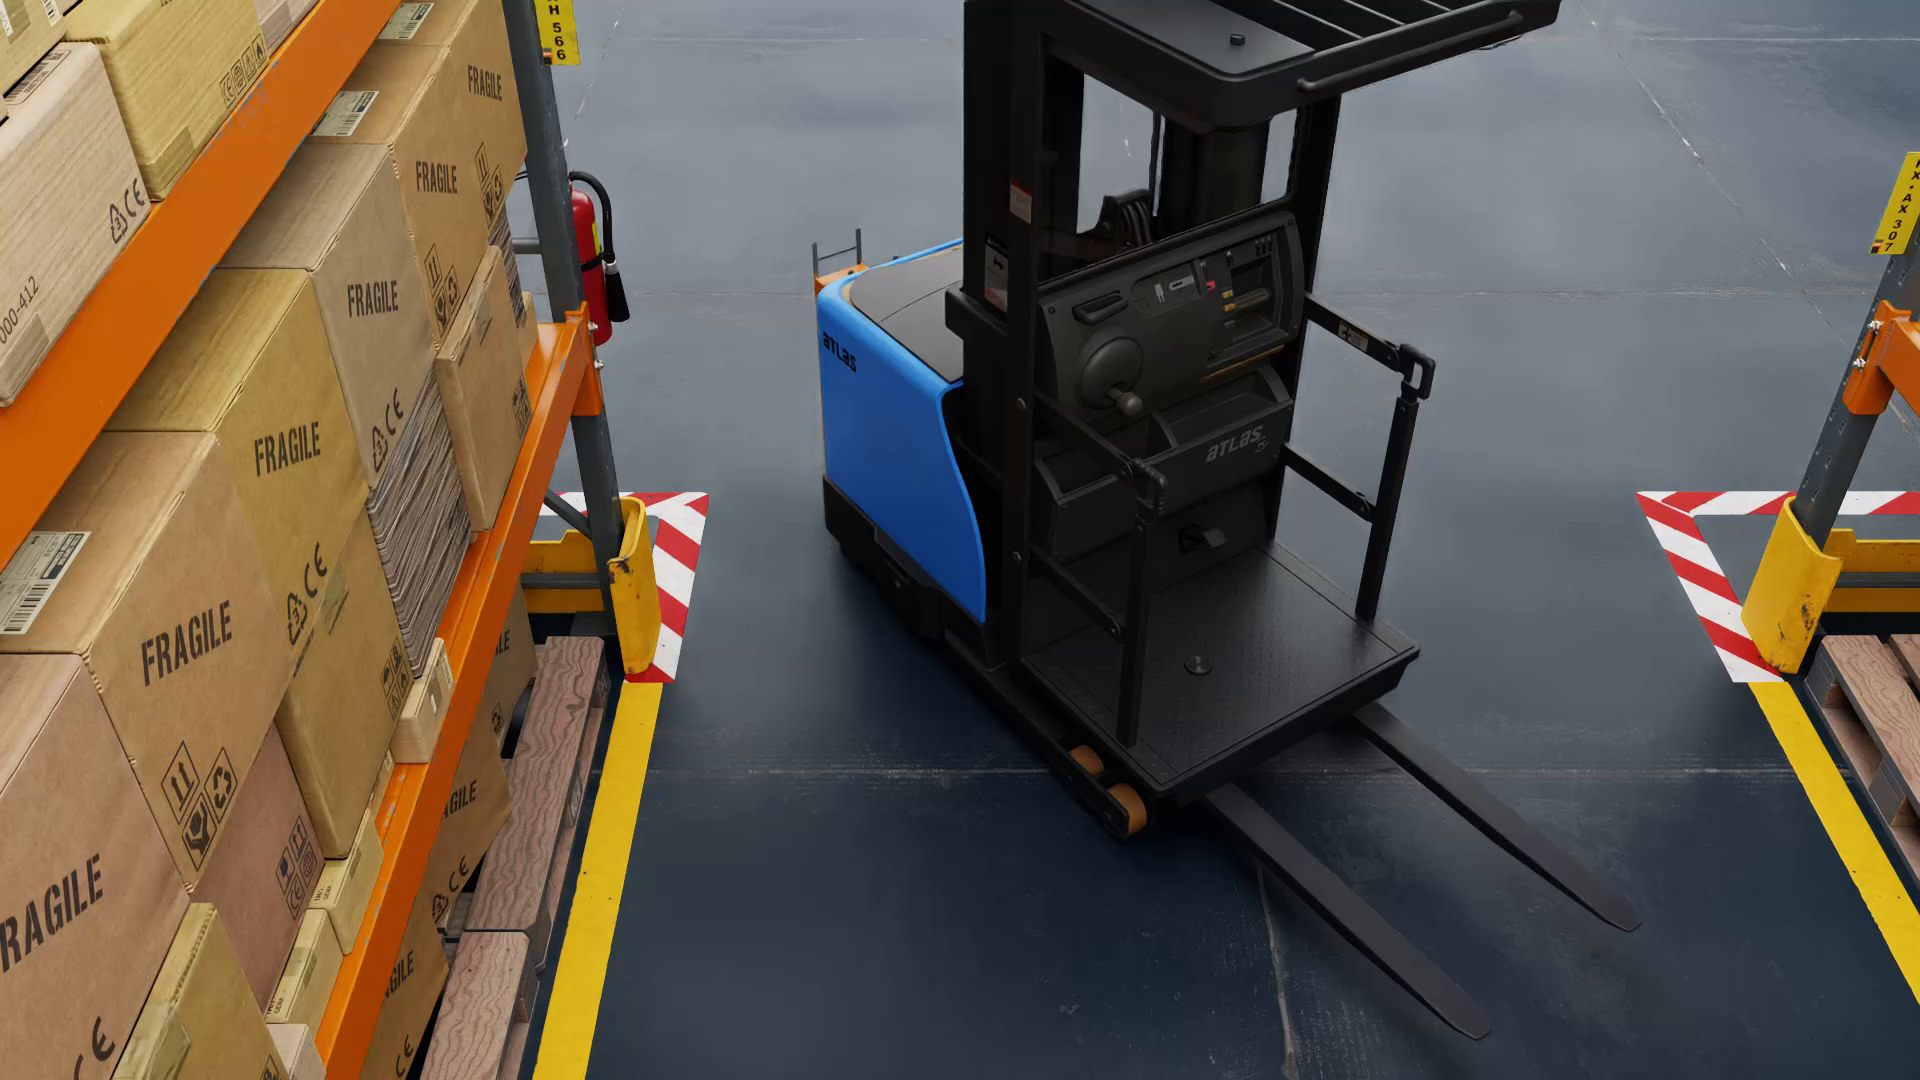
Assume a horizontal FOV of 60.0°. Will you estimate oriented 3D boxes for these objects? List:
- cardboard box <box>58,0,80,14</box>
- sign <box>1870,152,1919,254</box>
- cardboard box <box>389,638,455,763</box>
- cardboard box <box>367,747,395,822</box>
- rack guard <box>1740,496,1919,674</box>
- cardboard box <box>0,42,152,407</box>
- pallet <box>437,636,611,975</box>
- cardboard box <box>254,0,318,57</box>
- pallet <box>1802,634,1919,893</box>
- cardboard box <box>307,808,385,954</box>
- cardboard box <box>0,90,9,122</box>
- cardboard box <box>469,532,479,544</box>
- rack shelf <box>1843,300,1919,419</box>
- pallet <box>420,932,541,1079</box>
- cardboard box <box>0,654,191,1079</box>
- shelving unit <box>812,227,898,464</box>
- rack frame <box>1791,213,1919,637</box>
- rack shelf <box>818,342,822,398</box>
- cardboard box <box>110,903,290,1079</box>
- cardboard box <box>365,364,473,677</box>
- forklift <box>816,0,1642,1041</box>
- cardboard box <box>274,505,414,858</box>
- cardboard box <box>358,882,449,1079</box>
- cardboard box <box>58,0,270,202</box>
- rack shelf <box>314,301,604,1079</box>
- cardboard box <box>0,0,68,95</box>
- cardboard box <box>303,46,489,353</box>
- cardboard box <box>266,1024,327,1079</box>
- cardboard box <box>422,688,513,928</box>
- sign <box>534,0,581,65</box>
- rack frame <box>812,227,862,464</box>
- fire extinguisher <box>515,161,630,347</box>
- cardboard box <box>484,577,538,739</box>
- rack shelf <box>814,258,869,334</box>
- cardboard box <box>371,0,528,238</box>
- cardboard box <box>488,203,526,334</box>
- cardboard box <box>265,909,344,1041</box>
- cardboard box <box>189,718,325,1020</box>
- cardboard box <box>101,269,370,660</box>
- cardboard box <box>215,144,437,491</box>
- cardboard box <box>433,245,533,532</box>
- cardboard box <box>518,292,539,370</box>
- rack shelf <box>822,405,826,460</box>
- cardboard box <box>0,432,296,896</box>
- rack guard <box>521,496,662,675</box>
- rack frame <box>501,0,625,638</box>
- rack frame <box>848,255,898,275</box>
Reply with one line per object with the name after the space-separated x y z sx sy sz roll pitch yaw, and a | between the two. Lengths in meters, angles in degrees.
-1.404 -0.813 2.268 0.380 0.149 0.250 1 39 1 | cardboard box
2.760 -0.981 4.854 0.100 0.325 0.005 0 39 0 | sign
-1.329 0.347 3.619 0.380 0.149 0.250 0 39 0 | cardboard box
-1.399 0.504 3.424 0.380 0.149 0.250 0 39 0 | cardboard box
3.357 0.153 5.660 1.175 0.500 0.348 0 39 0 | rack guard
-1.378 -0.400 2.072 0.500 0.250 0.500 -1 39 -2 | cardboard box
-1.677 0.777 5.112 1.003 0.211 1.213 0 39 0 | pallet
-1.393 -1.045 2.876 0.500 0.250 0.500 1 39 1 | cardboard box
3.353 0.773 5.116 1.003 0.211 1.213 0 39 0 | pallet
-1.353 0.660 3.229 0.380 0.149 0.250 0 39 0 | cardboard box
-1.335 -0.492 1.868 0.380 0.149 0.250 -1 39 -1 | cardboard box
-1.400 -0.122 4.204 0.380 0.149 0.250 0 39 0 | cardboard box
3.312 0.661 3.602 1.077 0.370 4.000 0 39 0 | rack shelf
-1.679 1.538 4.162 1.003 0.211 1.213 0 39 0 | pallet
-1.387 0.495 2.116 0.500 0.500 0.500 0 39 0 | cardboard box
-0.371 -0.613 6.175 0.215 1.050 0.252 -24 44 -27 | shelving unit
3.310 -0.870 4.937 1.000 3.000 0.127 0 39 0 | rack frame
-0.371 -0.604 6.182 0.215 0.259 0.240 -24 44 -27 | rack shelf
-1.542 0.886 2.429 0.875 0.500 0.500 0 39 0 | cardboard box
-1.592 -0.052 3.599 0.875 0.500 0.500 0 39 0 | cardboard box
0.748 -0.577 4.626 1.130 2.935 3.031 -23 44 -26 | forklift
-1.603 0.260 3.209 0.875 0.500 0.500 0 39 0 | cardboard box
-1.642 1.101 4.141 0.500 0.500 0.500 3 39 4 | cardboard box
-1.387 -0.730 2.484 0.500 0.250 0.500 -1 39 -1 | cardboard box
-1.641 0.665 3.597 1.077 0.370 4.000 0 39 0 | rack shelf
-1.370 -0.652 2.067 0.380 0.149 0.250 -1 39 -1 | cardboard box
-1.389 -0.755 3.677 0.500 0.500 0.500 0 39 0 | cardboard box
-1.322 0.973 2.838 0.380 0.149 0.250 0 39 0 | cardboard box
-1.624 0.709 4.629 0.500 0.500 0.500 10 40 12 | cardboard box
-1.088 -1.430 4.457 0.100 0.325 0.005 0 39 0 | sign
-0.441 -0.675 6.253 0.200 1.050 0.008 -24 44 -27 | rack frame
-1.182 -0.908 5.047 0.296 0.674 0.183 0 39 0 | fire extinguisher
-1.659 0.335 5.096 0.500 0.500 0.500 7 39 8 | cardboard box
-0.371 -0.826 6.004 0.215 0.259 0.240 -24 44 -27 | rack shelf
-1.395 -1.068 4.067 0.500 0.500 0.500 0 39 0 | cardboard box
-1.670 -0.678 4.379 0.875 0.500 0.500 0 39 0 | cardboard box
-1.364 0.816 3.033 0.380 0.149 0.250 0 39 0 | cardboard box
-1.644 0.573 2.819 0.875 0.500 0.500 0 39 0 | cardboard box
-1.399 -0.130 2.896 0.500 0.500 0.500 0 39 0 | cardboard box
-1.391 -0.443 3.287 0.500 0.500 0.500 0 39 0 | cardboard box
-1.549 -0.365 3.989 0.875 0.500 0.500 0 39 0 | cardboard box
-1.436 -0.591 4.789 0.380 0.149 0.250 0 39 0 | cardboard box
-0.371 -0.387 6.355 0.215 0.259 0.240 -24 44 -27 | rack shelf
-1.387 0.183 2.506 0.500 0.500 0.500 0 39 0 | cardboard box
-1.643 0.156 5.655 1.175 0.500 0.348 0 39 0 | rack guard
-1.643 -0.867 4.933 1.000 3.000 0.127 0 39 0 | rack frame
-0.301 -0.550 6.097 0.200 1.050 0.008 -24 44 -27 | rack frame
